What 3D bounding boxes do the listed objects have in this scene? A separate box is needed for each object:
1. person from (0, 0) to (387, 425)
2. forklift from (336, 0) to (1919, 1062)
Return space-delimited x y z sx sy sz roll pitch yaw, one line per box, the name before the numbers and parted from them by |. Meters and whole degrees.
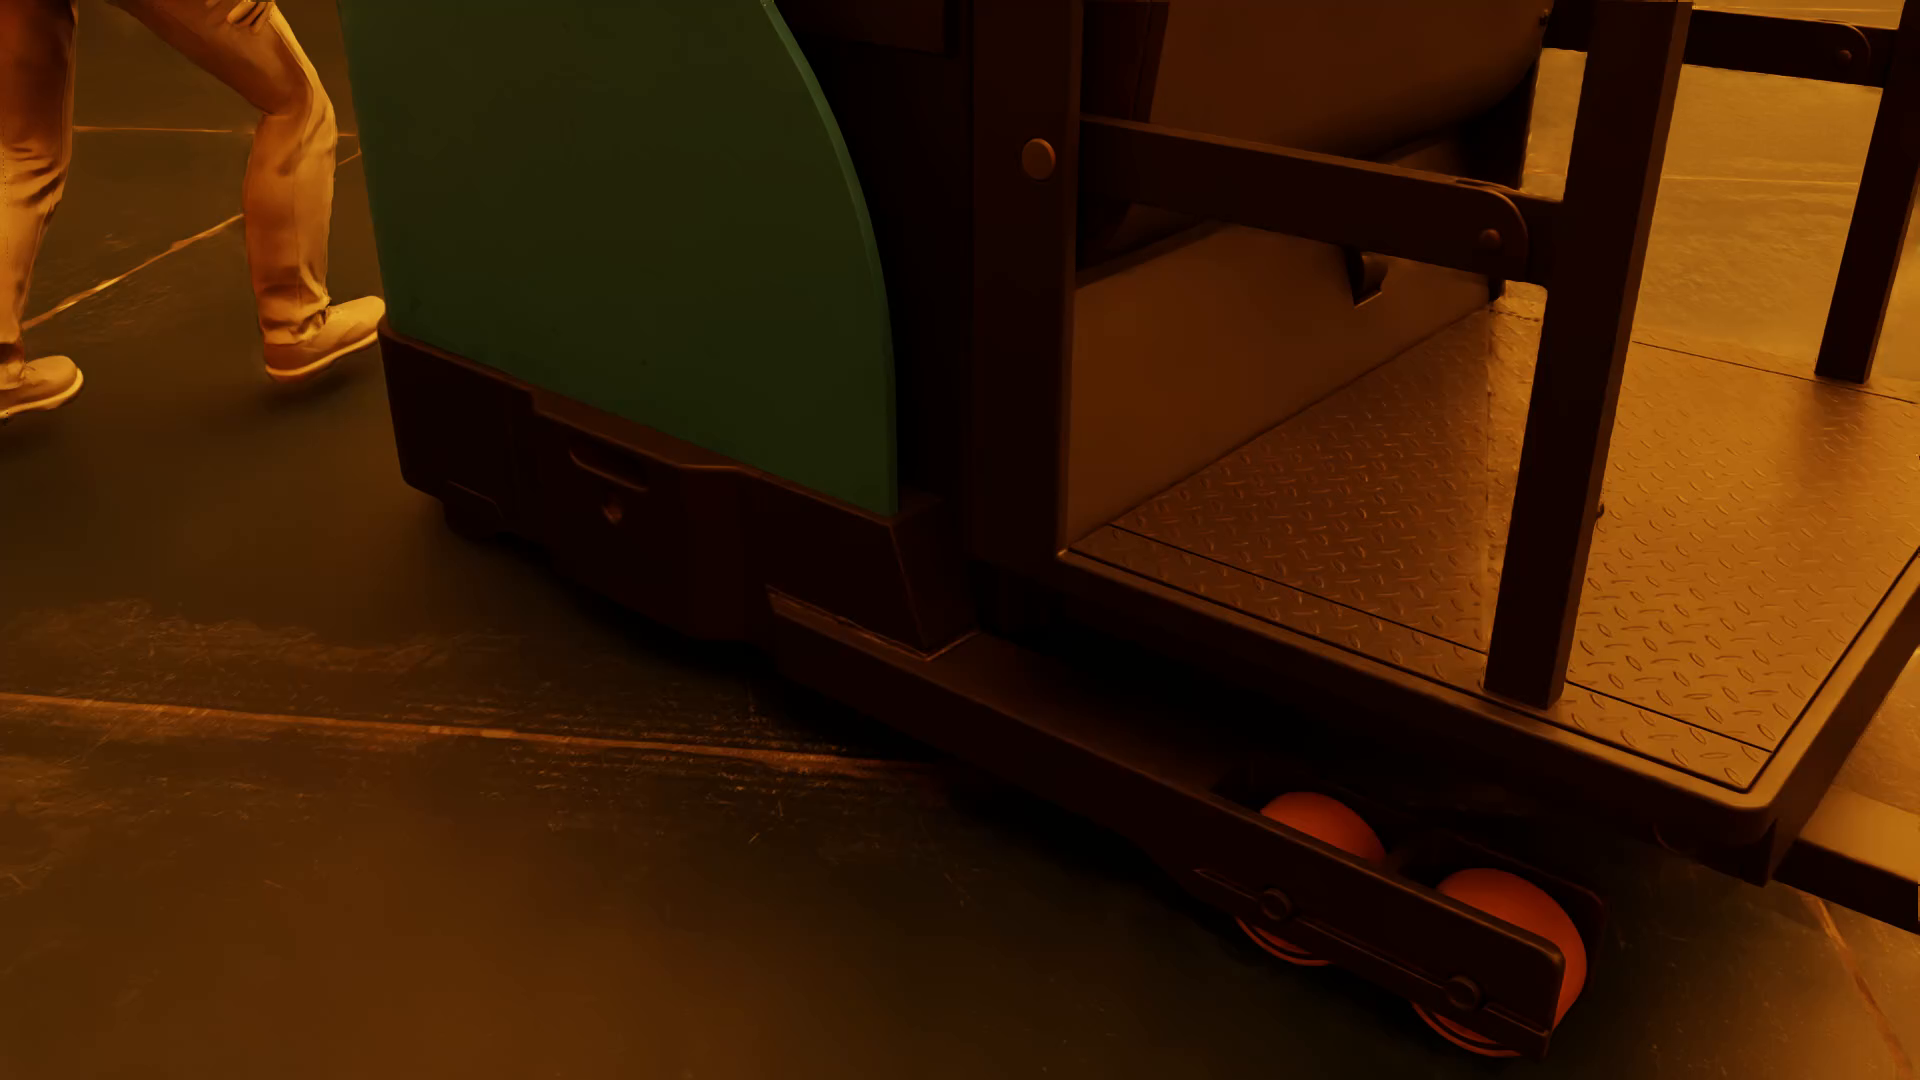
person | -1.313 -0.983 2.608 0.626 1.579 0.698 6 27 12
forklift | 0.596 -1.102 1.426 3.031 2.935 1.130 20 33 35
